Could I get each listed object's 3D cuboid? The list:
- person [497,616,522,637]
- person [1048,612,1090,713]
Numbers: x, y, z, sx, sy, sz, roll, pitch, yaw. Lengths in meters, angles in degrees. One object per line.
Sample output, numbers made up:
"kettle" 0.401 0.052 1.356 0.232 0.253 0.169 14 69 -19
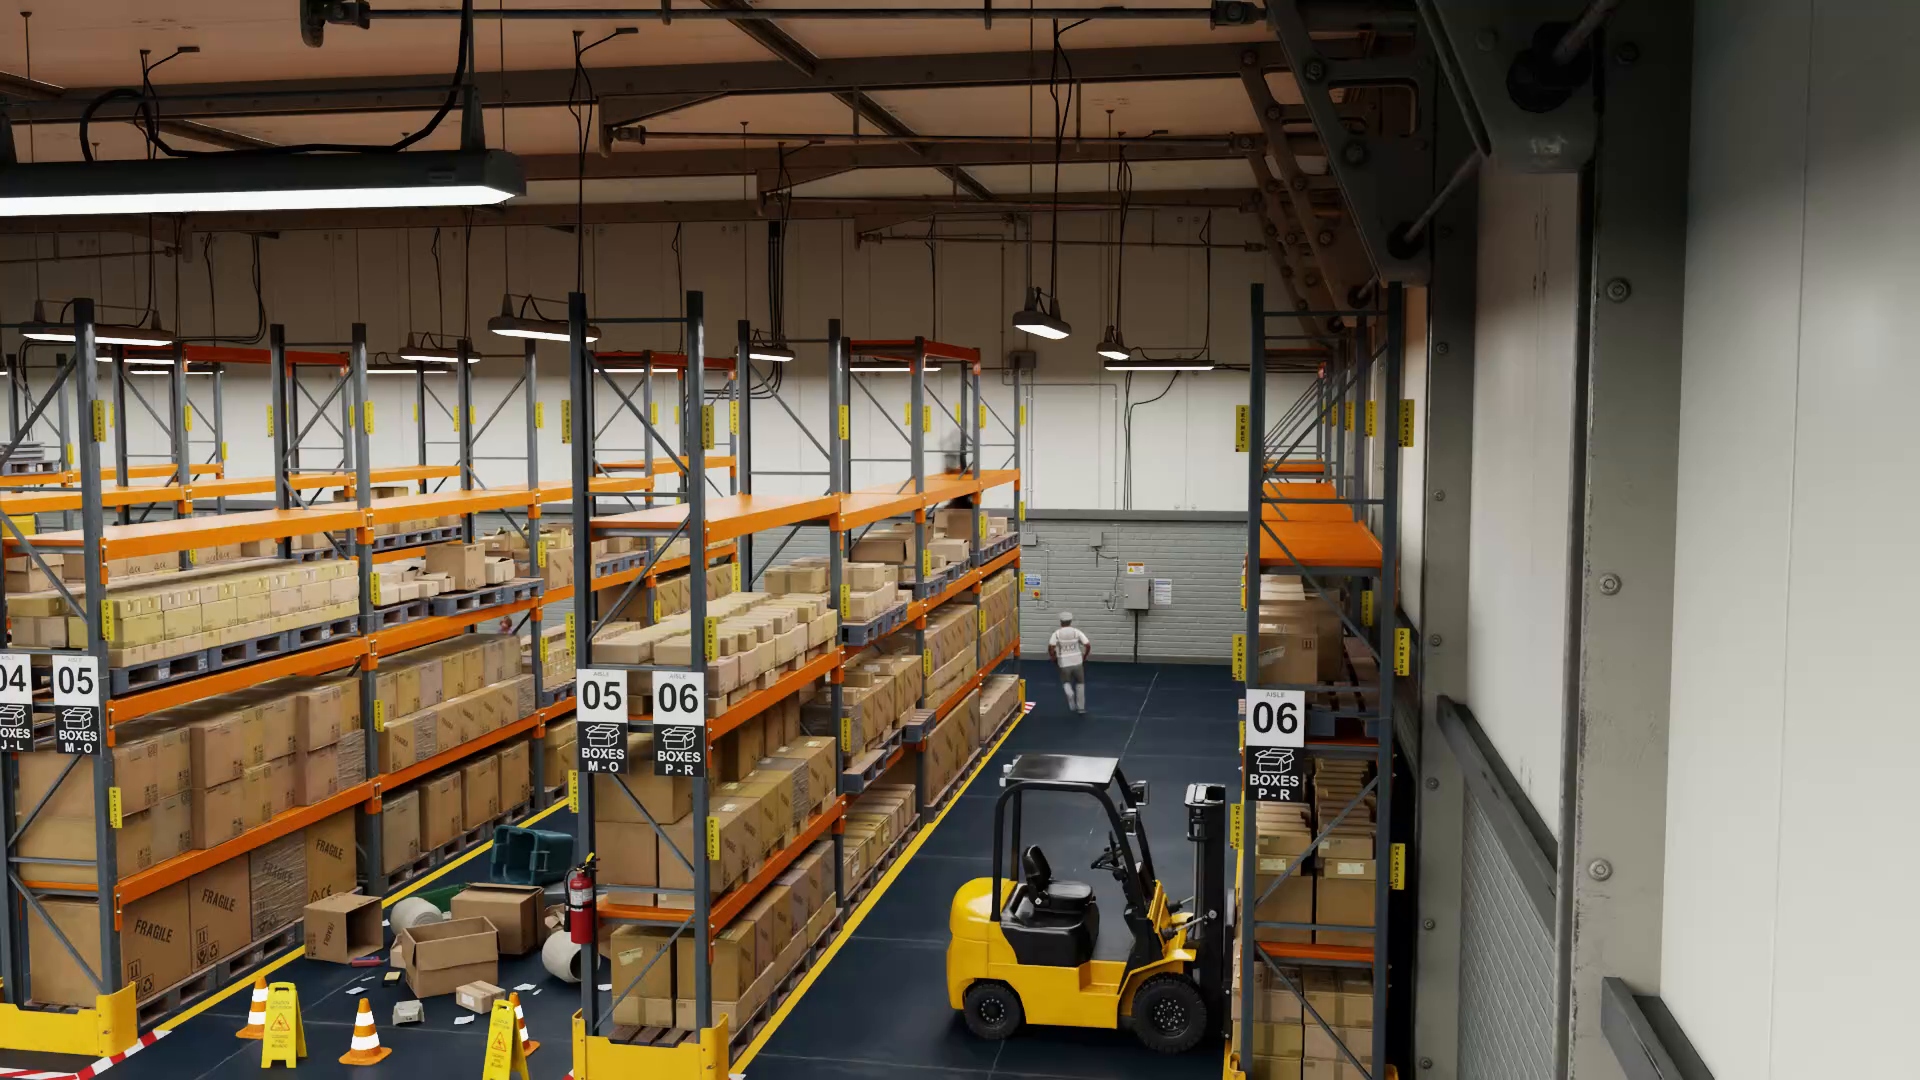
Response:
"person" -7.792 2.083 28.782 0.570 1.546 0.578 1 5 11
"person" 1.827 2.066 27.986 0.716 1.723 0.543 0 5 0
